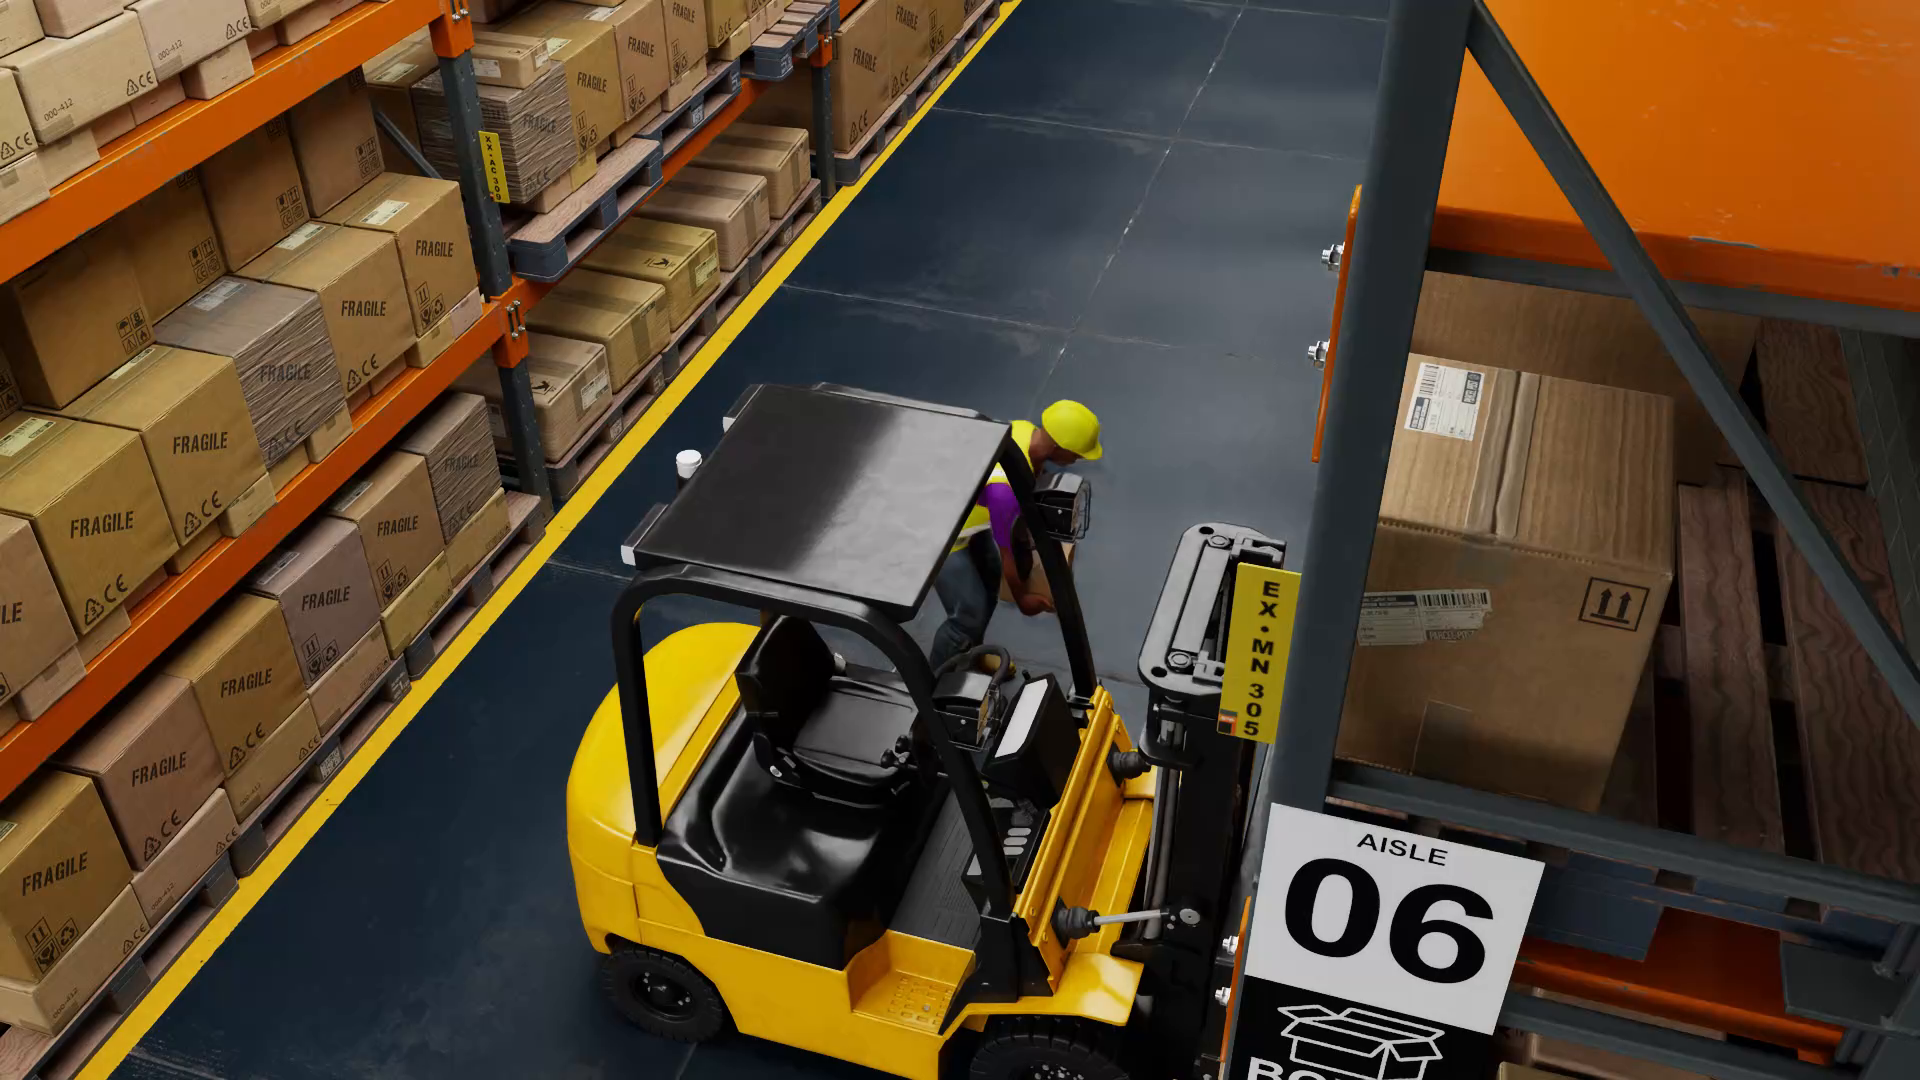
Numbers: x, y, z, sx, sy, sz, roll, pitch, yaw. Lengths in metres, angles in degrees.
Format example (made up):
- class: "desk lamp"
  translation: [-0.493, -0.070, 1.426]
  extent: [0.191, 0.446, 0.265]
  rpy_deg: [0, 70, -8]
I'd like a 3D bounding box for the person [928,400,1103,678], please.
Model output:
- class: "person"
  translation: [0.174, 0.041, 7.000]
  extent: [0.800, 1.545, 0.487]
  rpy_deg: [10, 38, 13]
